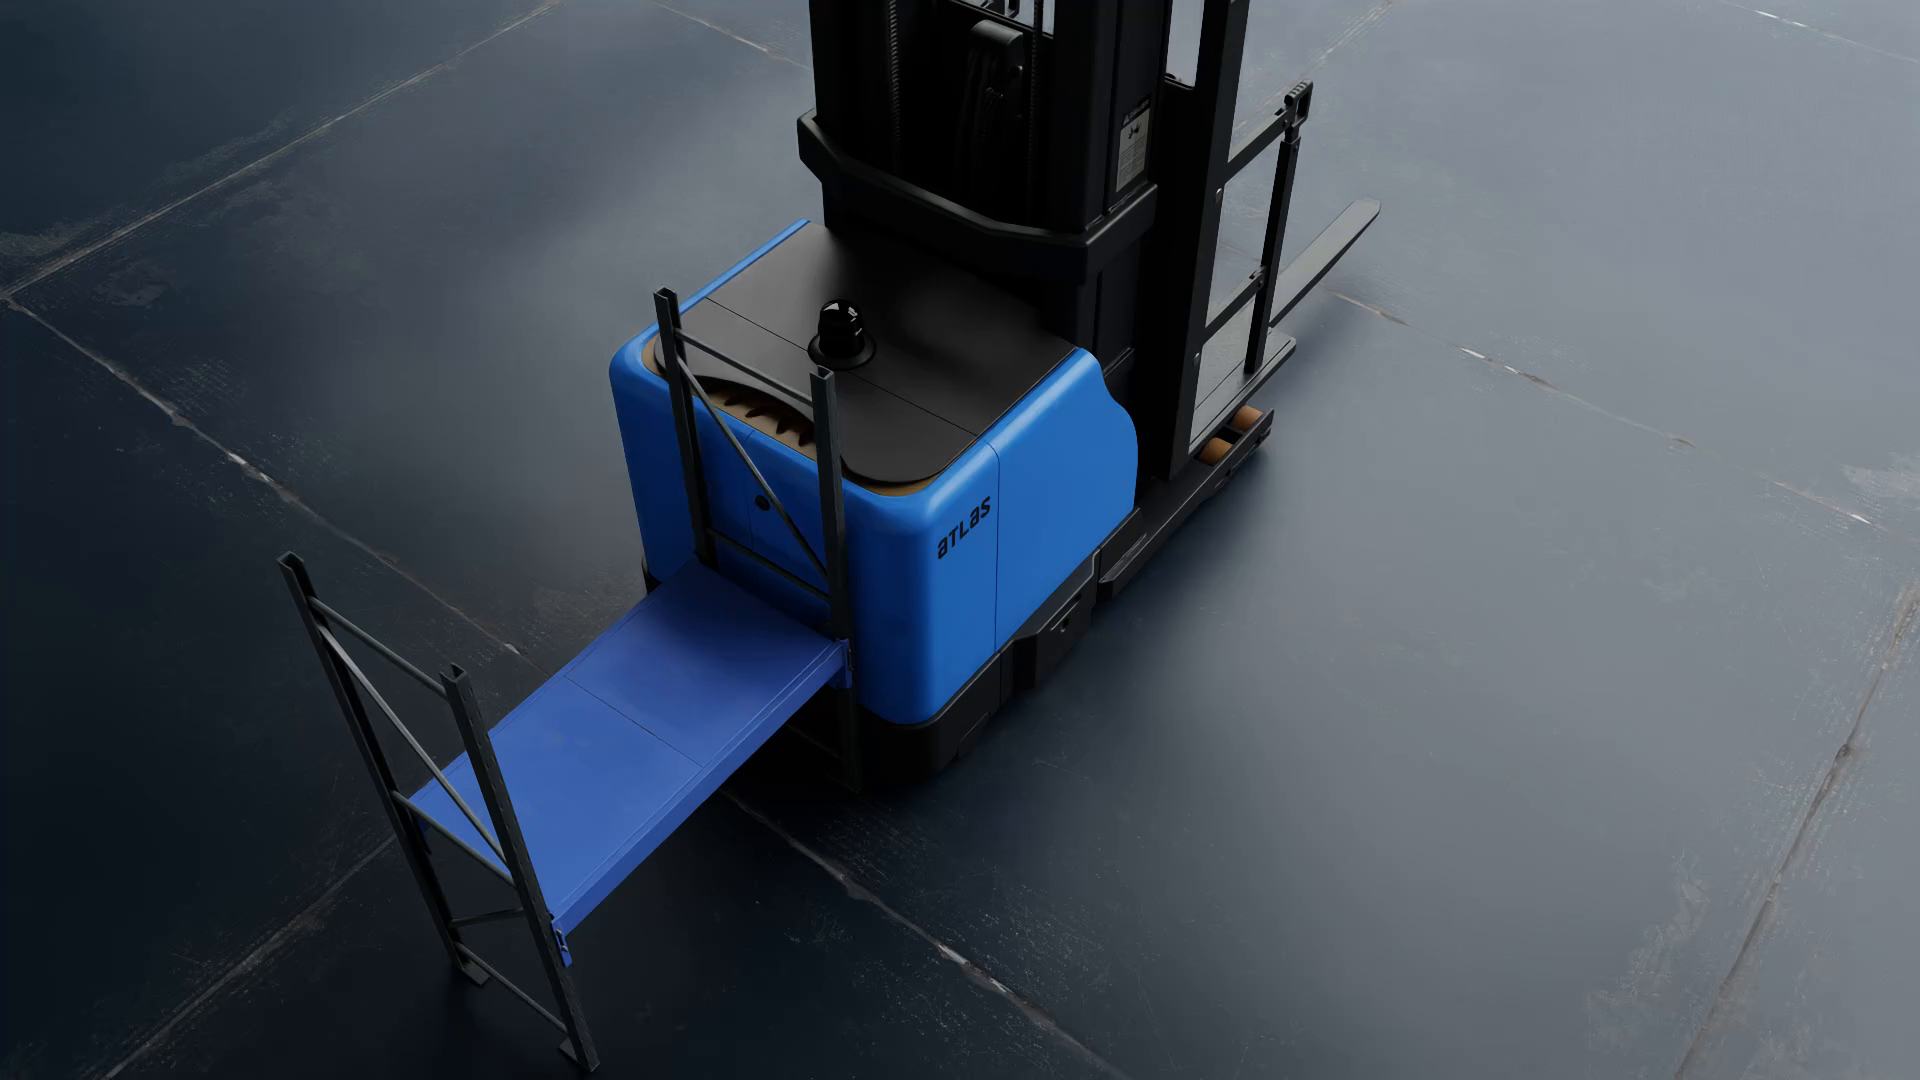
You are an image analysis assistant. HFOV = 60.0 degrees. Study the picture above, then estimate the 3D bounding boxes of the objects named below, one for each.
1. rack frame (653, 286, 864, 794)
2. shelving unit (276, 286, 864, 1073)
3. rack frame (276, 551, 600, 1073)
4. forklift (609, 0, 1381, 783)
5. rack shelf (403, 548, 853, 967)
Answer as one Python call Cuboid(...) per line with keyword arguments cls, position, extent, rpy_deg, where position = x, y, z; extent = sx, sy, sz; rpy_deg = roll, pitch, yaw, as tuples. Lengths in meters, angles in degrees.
Cuboid(cls="rack frame", position=(-0.475, 0.065, 4.151), extent=(0.500, 1.500, 0.032), rpy_deg=(28, 53, 24))
Cuboid(cls="shelving unit", position=(-0.779, 0.360, 3.869), extent=(0.538, 1.500, 1.048), rpy_deg=(28, 53, 24))
Cuboid(cls="rack frame", position=(-1.082, 0.655, 3.588), extent=(0.500, 1.500, 0.032), rpy_deg=(28, 53, 24))
Cuboid(cls="forklift", position=(0.376, -1.373, 4.534), extent=(1.130, 2.935, 3.031), rpy_deg=(29, 53, 25))
Cuboid(cls="rack shelf", position=(-0.779, 0.484, 3.999), extent=(0.538, 0.185, 1.000), rpy_deg=(28, 53, 24))
